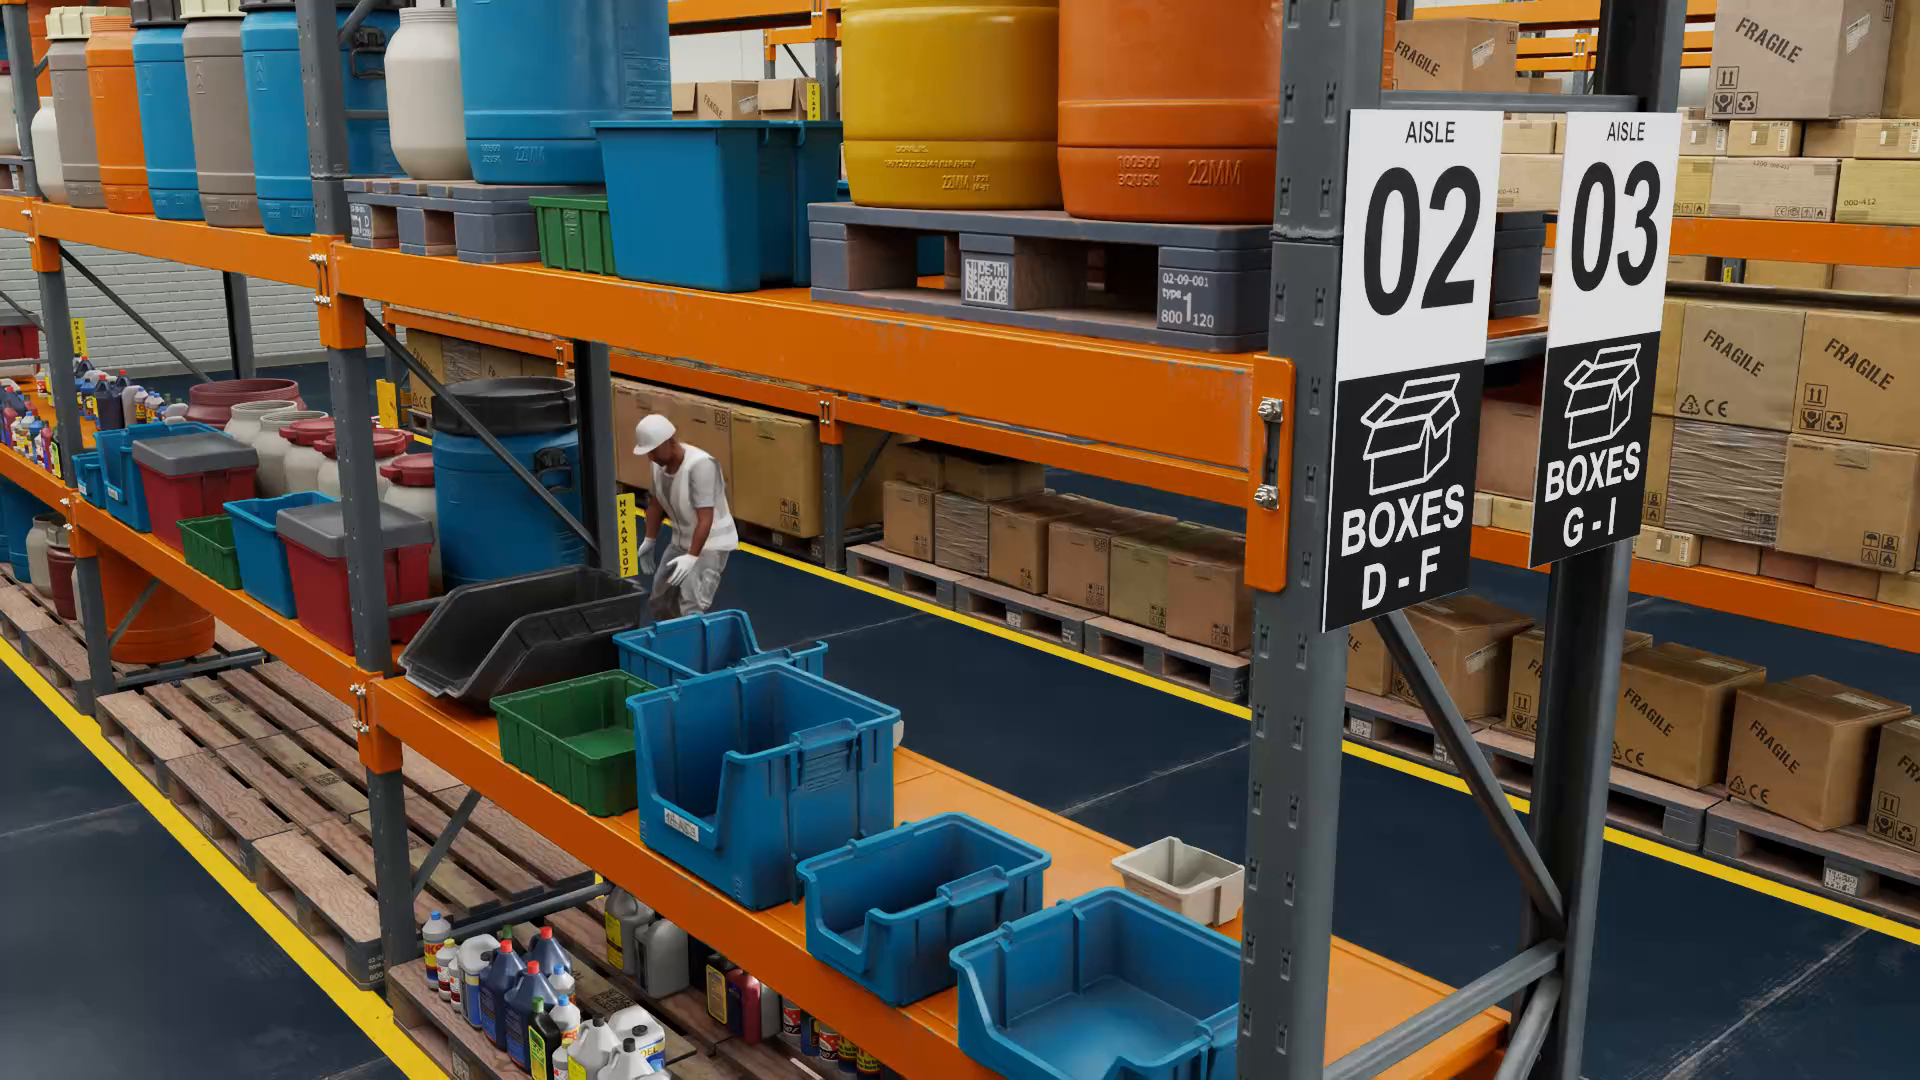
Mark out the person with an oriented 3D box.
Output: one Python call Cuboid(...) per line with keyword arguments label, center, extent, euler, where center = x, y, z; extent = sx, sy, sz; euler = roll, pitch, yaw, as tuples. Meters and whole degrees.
Cuboid(label="person", center=(-1.569, 0.060, 9.554), extent=(0.606, 1.624, 0.598), euler=(-11, 18, -39))
